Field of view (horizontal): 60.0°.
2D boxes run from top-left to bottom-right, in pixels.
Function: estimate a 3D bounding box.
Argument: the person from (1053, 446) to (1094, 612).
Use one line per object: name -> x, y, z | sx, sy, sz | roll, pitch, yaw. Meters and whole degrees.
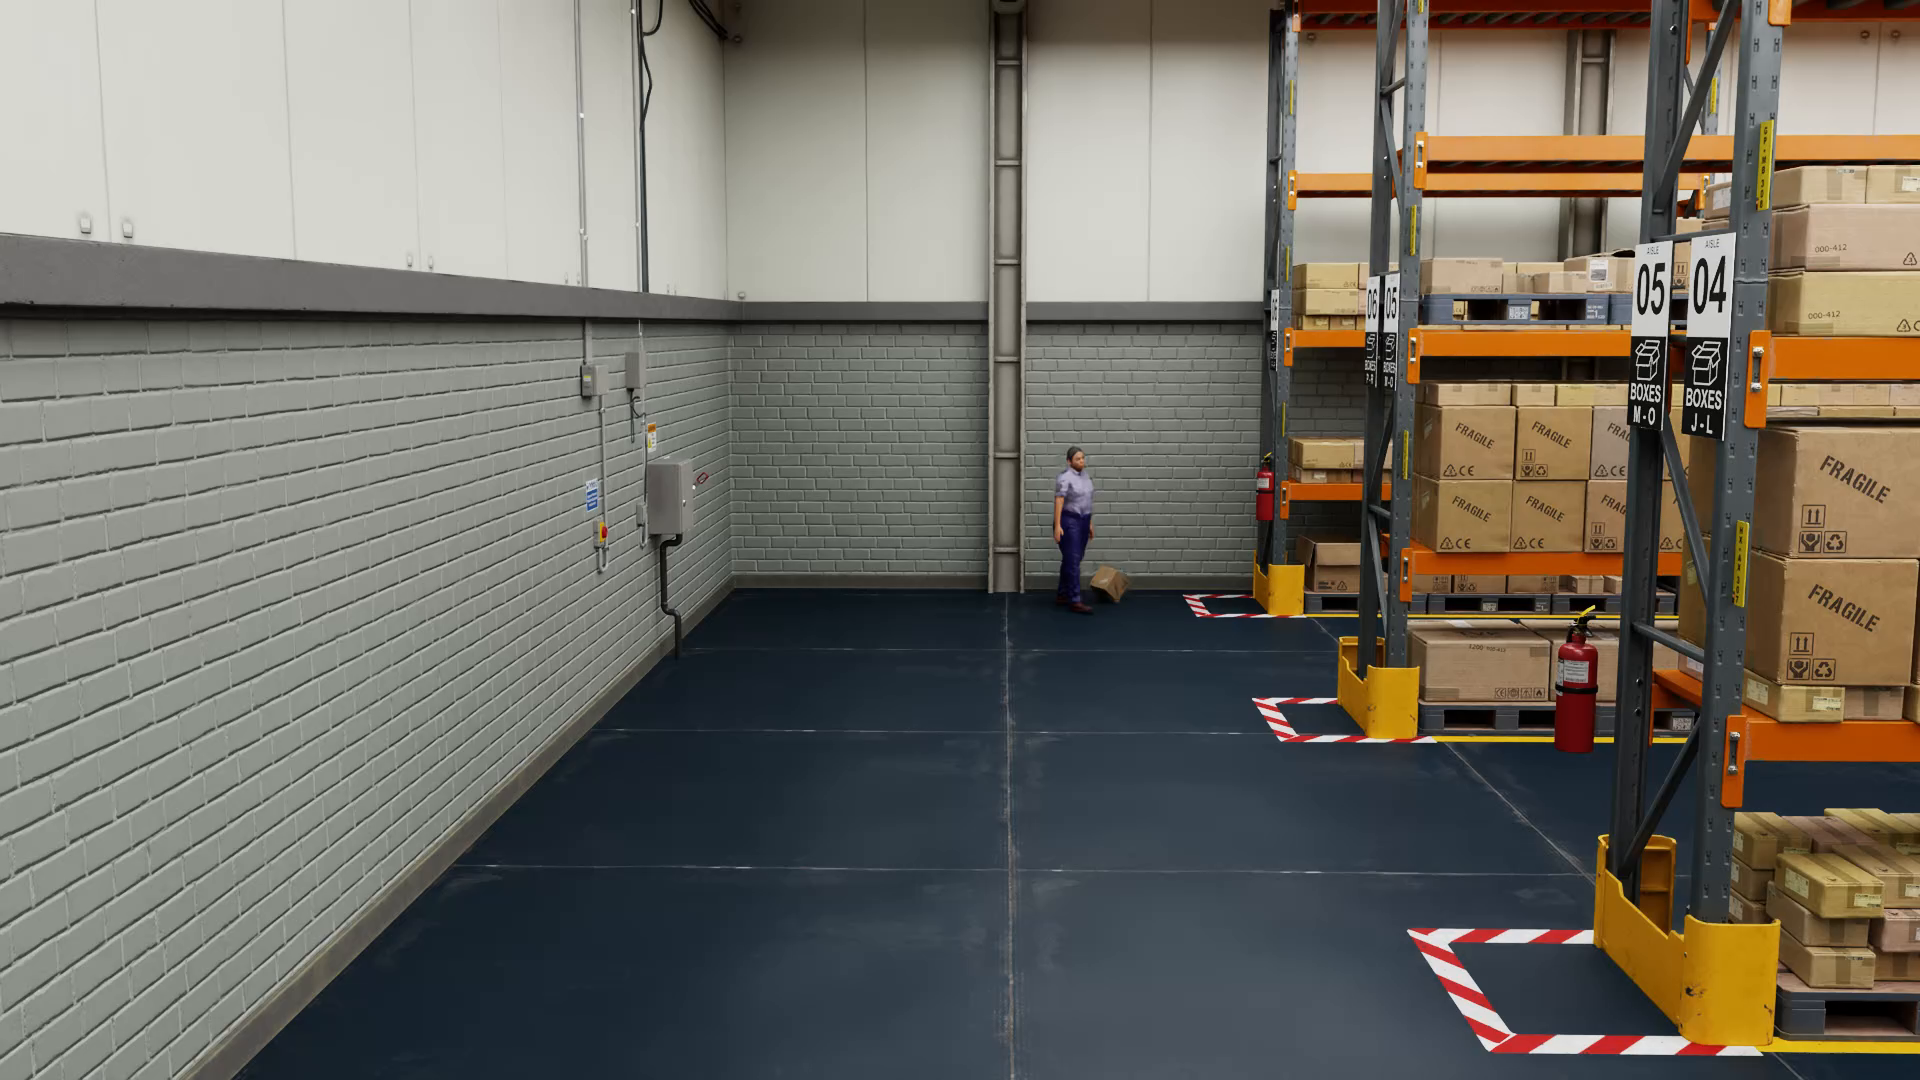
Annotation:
person -> 1.161, -0.118, 16.716 | 0.613, 1.623, 0.670 | 5, 9, 36
